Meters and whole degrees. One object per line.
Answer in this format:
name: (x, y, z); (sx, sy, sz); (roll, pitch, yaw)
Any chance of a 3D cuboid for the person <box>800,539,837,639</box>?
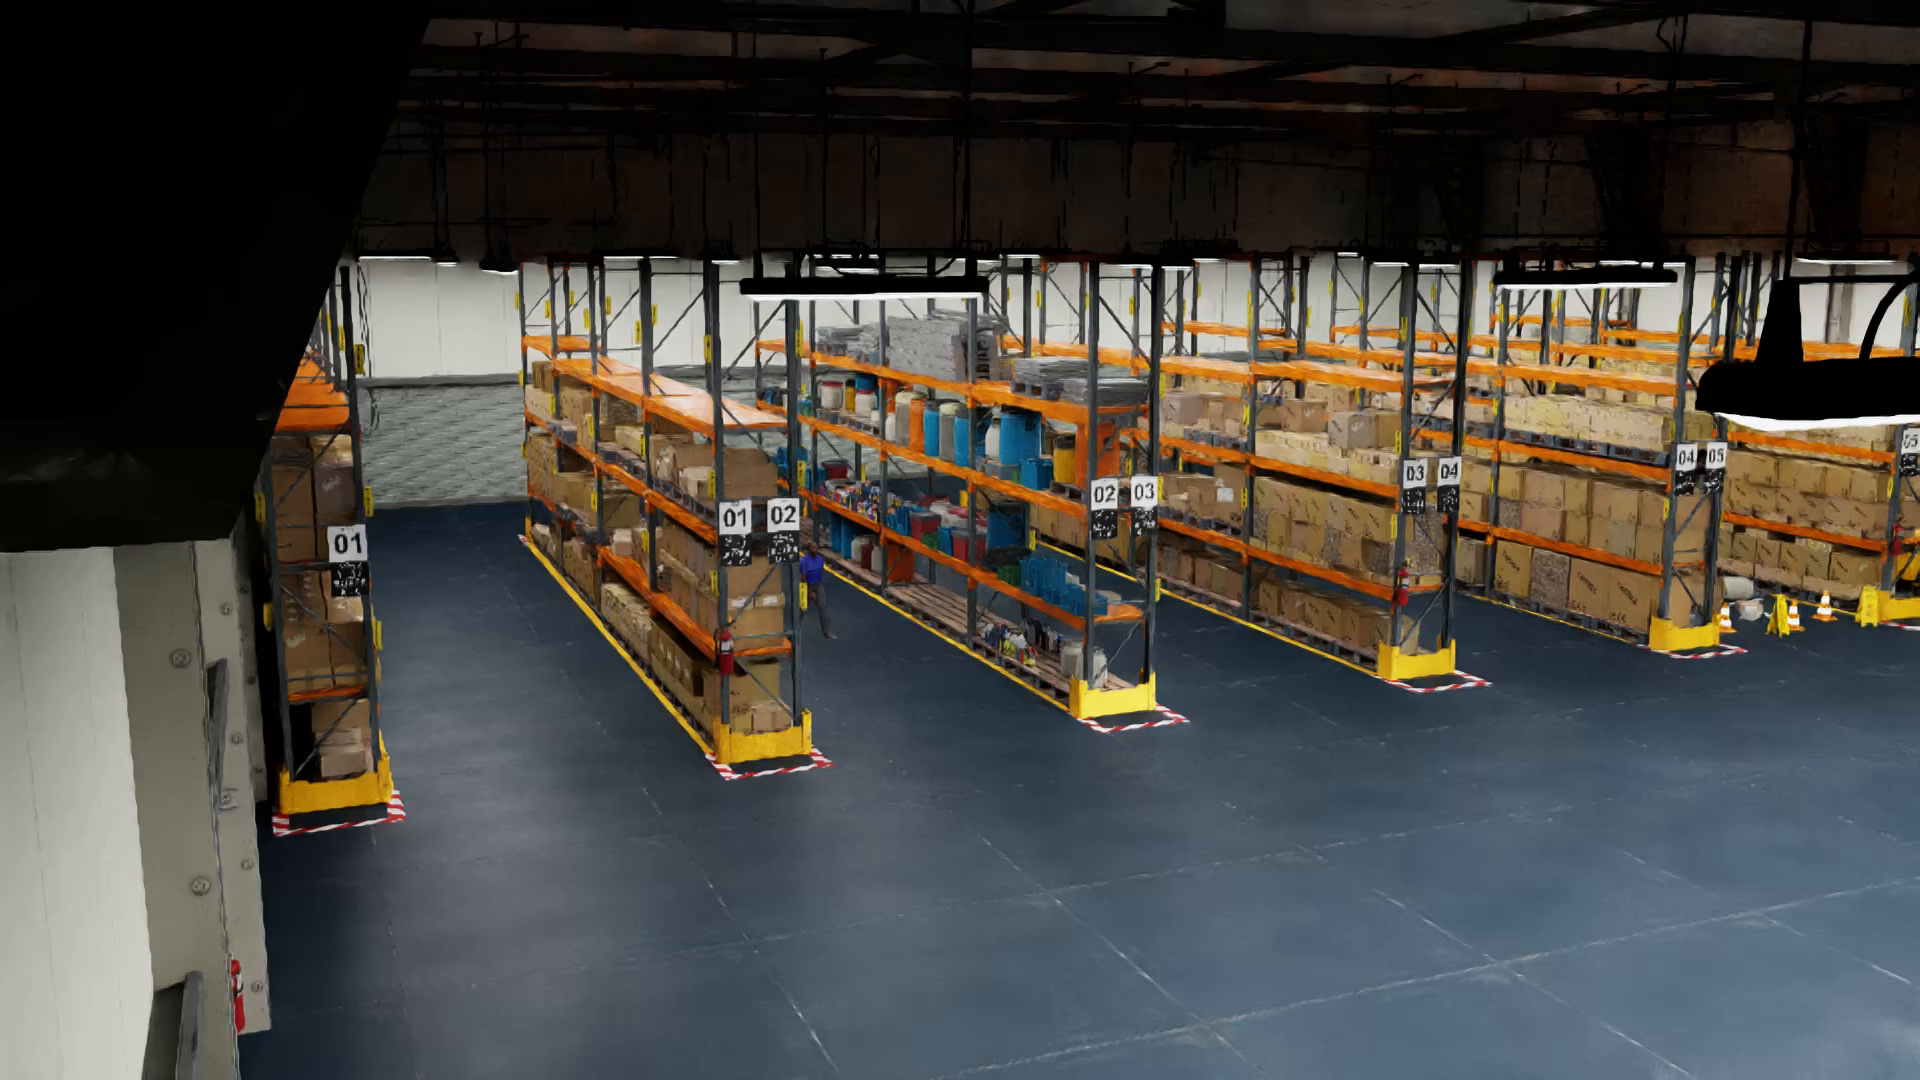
person: (-2.347, 0.771, 26.364); (0.443, 1.573, 0.996); (-6, 12, -30)
